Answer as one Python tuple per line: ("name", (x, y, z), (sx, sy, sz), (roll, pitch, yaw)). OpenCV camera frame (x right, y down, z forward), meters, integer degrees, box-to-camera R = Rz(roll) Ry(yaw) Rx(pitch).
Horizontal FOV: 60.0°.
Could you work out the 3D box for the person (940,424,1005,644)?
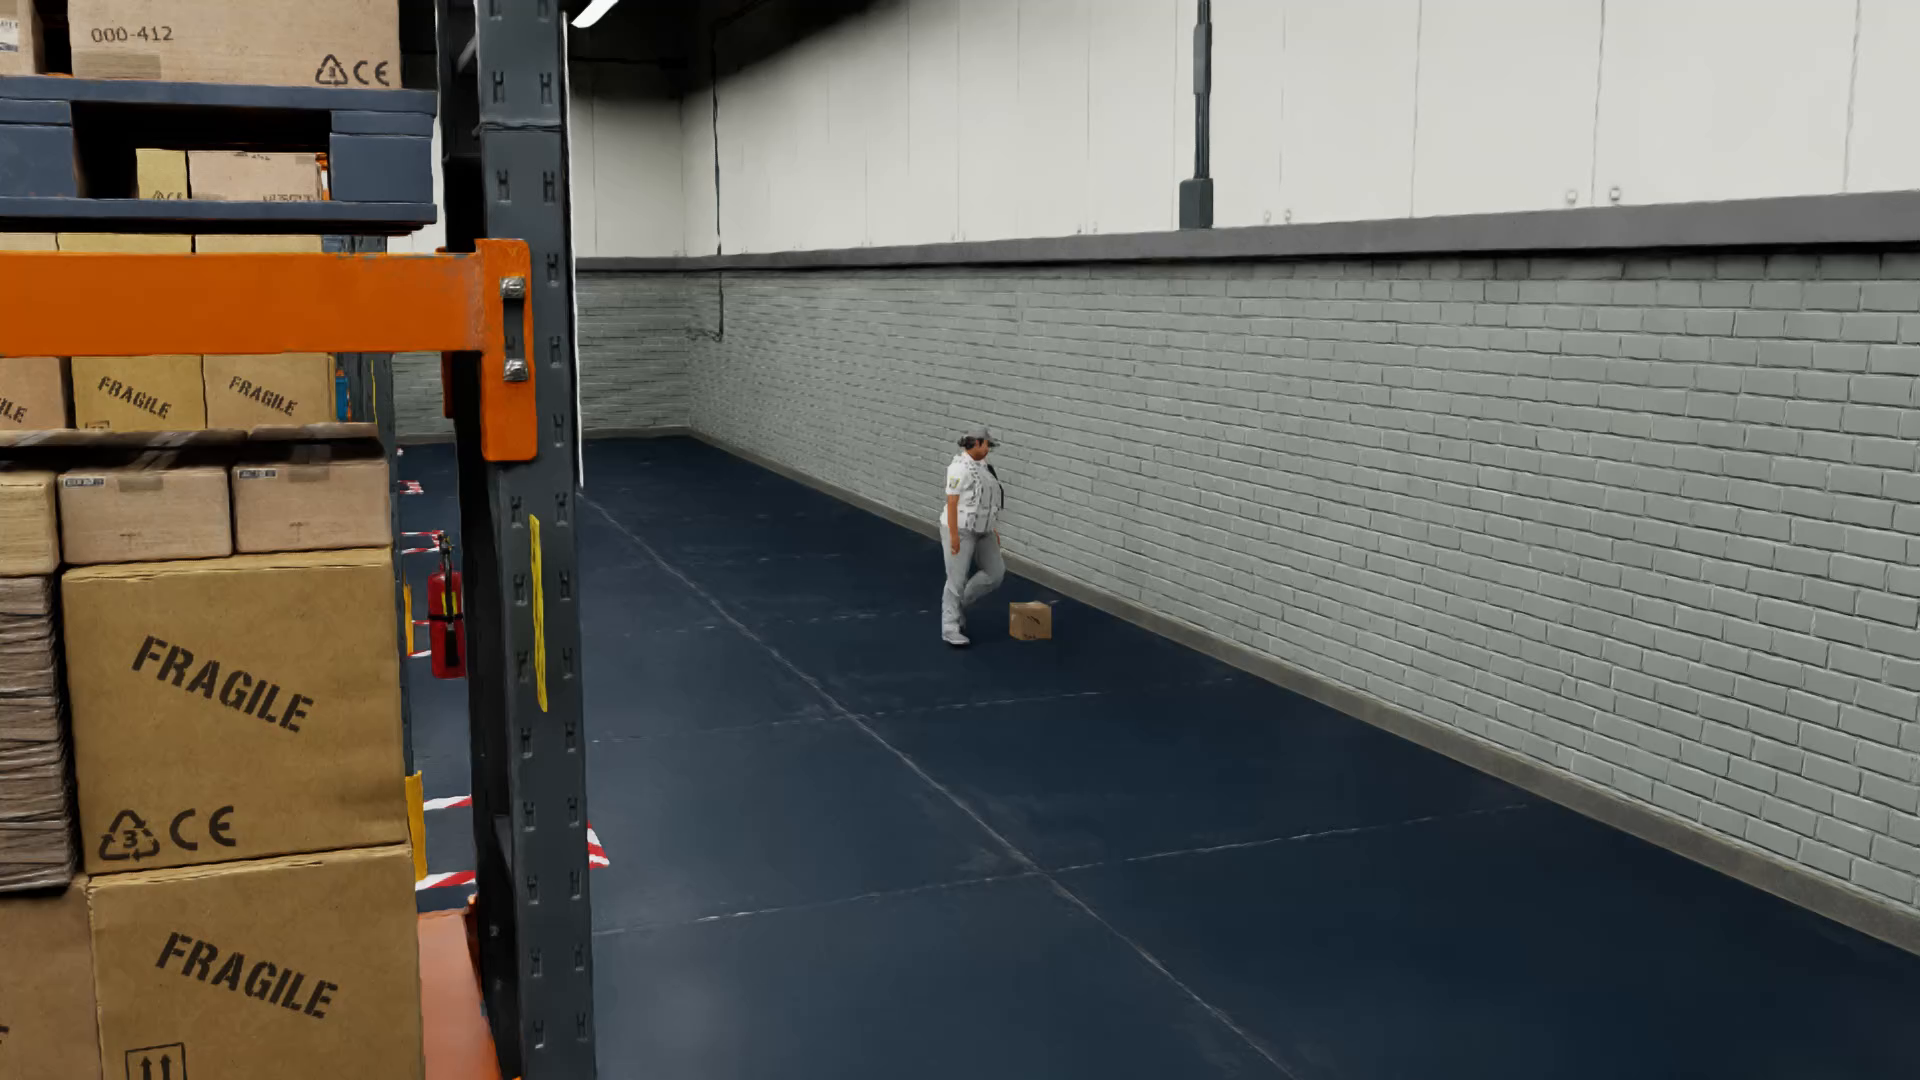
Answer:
("person", (0.049, -0.062, 12.711), (0.460, 1.640, 0.588), (6, 11, 35))
